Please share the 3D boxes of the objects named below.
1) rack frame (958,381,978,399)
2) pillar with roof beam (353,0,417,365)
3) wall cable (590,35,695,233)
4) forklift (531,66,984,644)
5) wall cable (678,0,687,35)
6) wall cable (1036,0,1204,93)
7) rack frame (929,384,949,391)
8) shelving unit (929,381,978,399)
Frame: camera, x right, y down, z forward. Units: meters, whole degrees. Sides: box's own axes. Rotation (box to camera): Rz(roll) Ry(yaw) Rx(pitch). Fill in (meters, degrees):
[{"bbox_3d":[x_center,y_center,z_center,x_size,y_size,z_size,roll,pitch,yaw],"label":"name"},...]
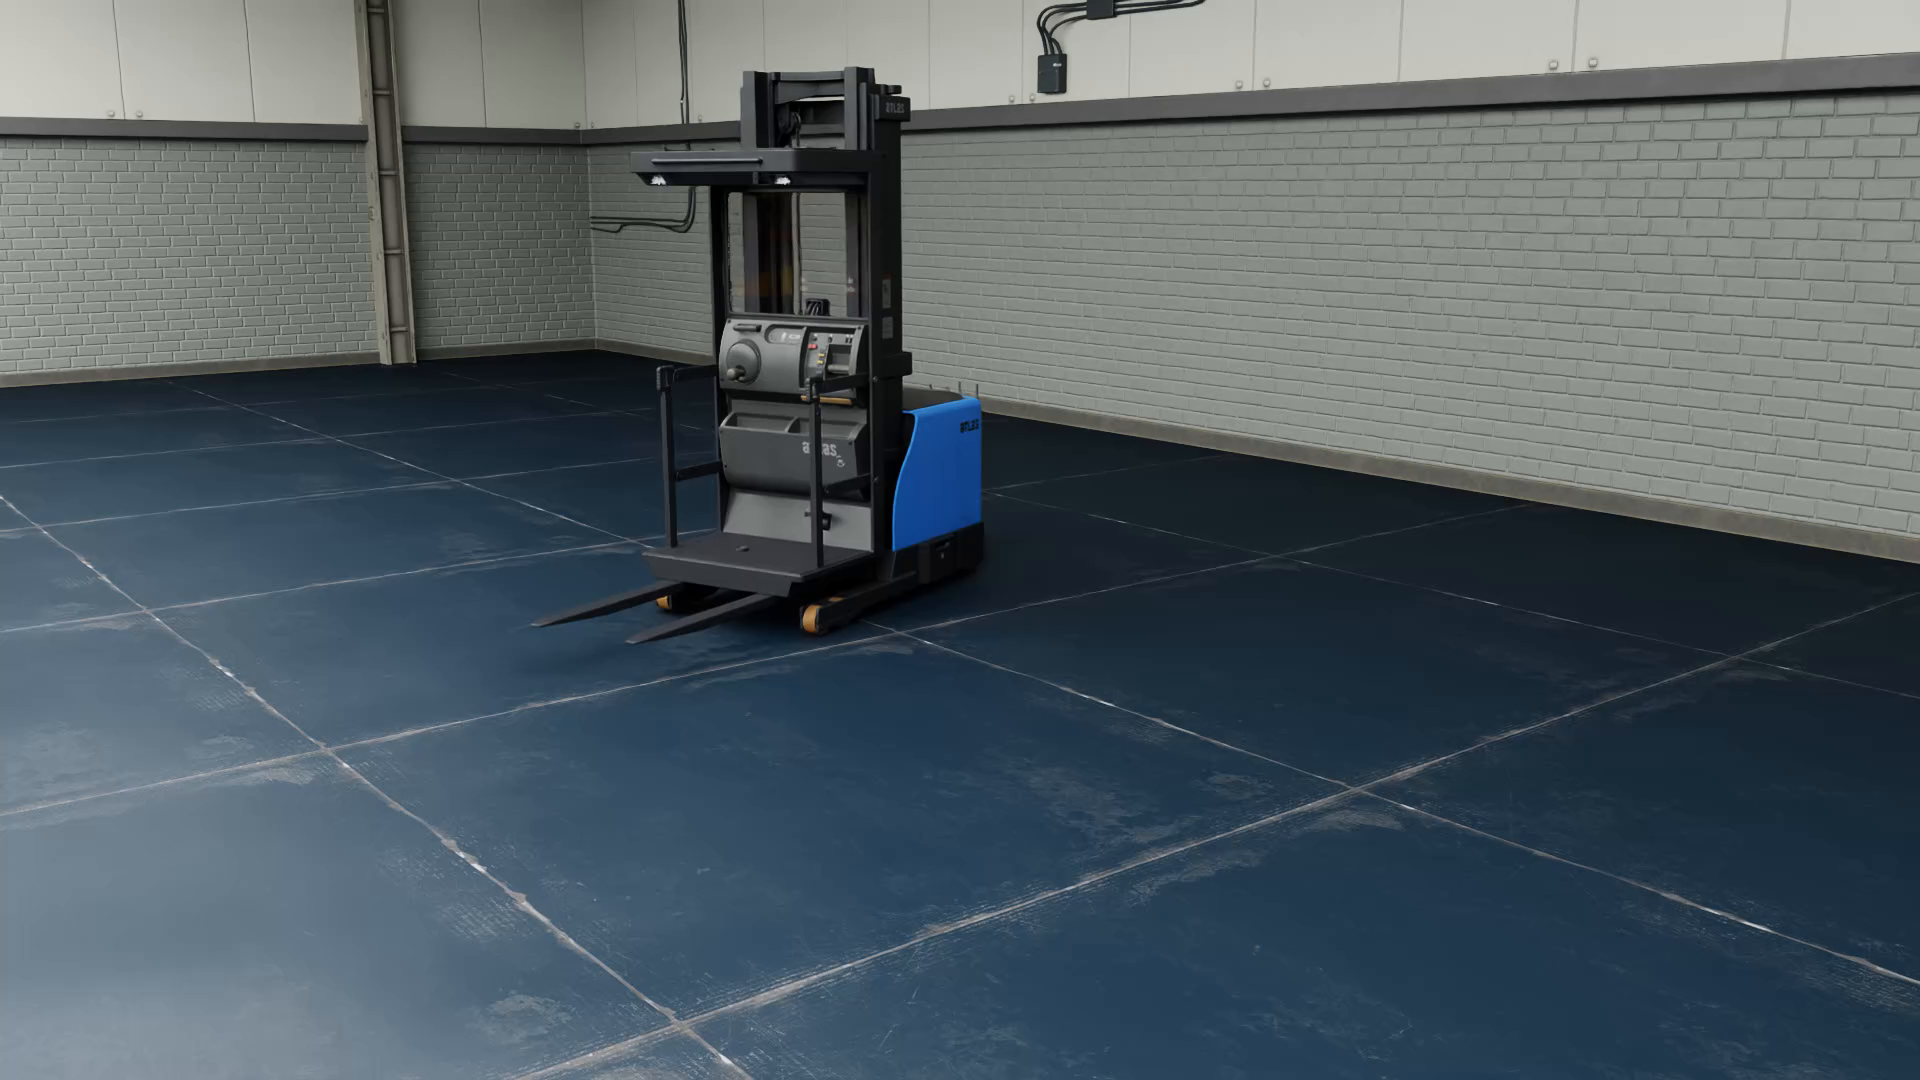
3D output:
[{"bbox_3d":[0.053,-0.522,11.062,0.008,1.050,0.200,-9,15,-38],"label":"rack frame"},{"bbox_3d":[-4.860,-6.086,18.127,0.400,9.000,9.100,-9,15,-38],"label":"pillar with roof beam"},{"bbox_3d":[-4.423,-5.434,22.528,0.112,2.526,3.097,-9,15,-38],"label":"wall cable"},{"bbox_3d":[-1.038,-1.039,8.967,1.130,2.935,3.031,7,14,30],"label":"forklift"},{"bbox_3d":[-2.733,-7.465,19.937,0.112,2.526,3.097,-9,15,-38],"label":"wall cable"},{"bbox_3d":[1.495,-7.074,14.591,0.169,6.003,2.305,-9,15,-38],"label":"wall cable"},{"bbox_3d":[-0.137,-0.491,10.912,0.008,1.050,0.200,-9,15,-38],"label":"rack frame"},{"bbox_3d":[-0.042,-0.507,10.987,0.252,1.050,0.215,-9,15,-38],"label":"shelving unit"}]
